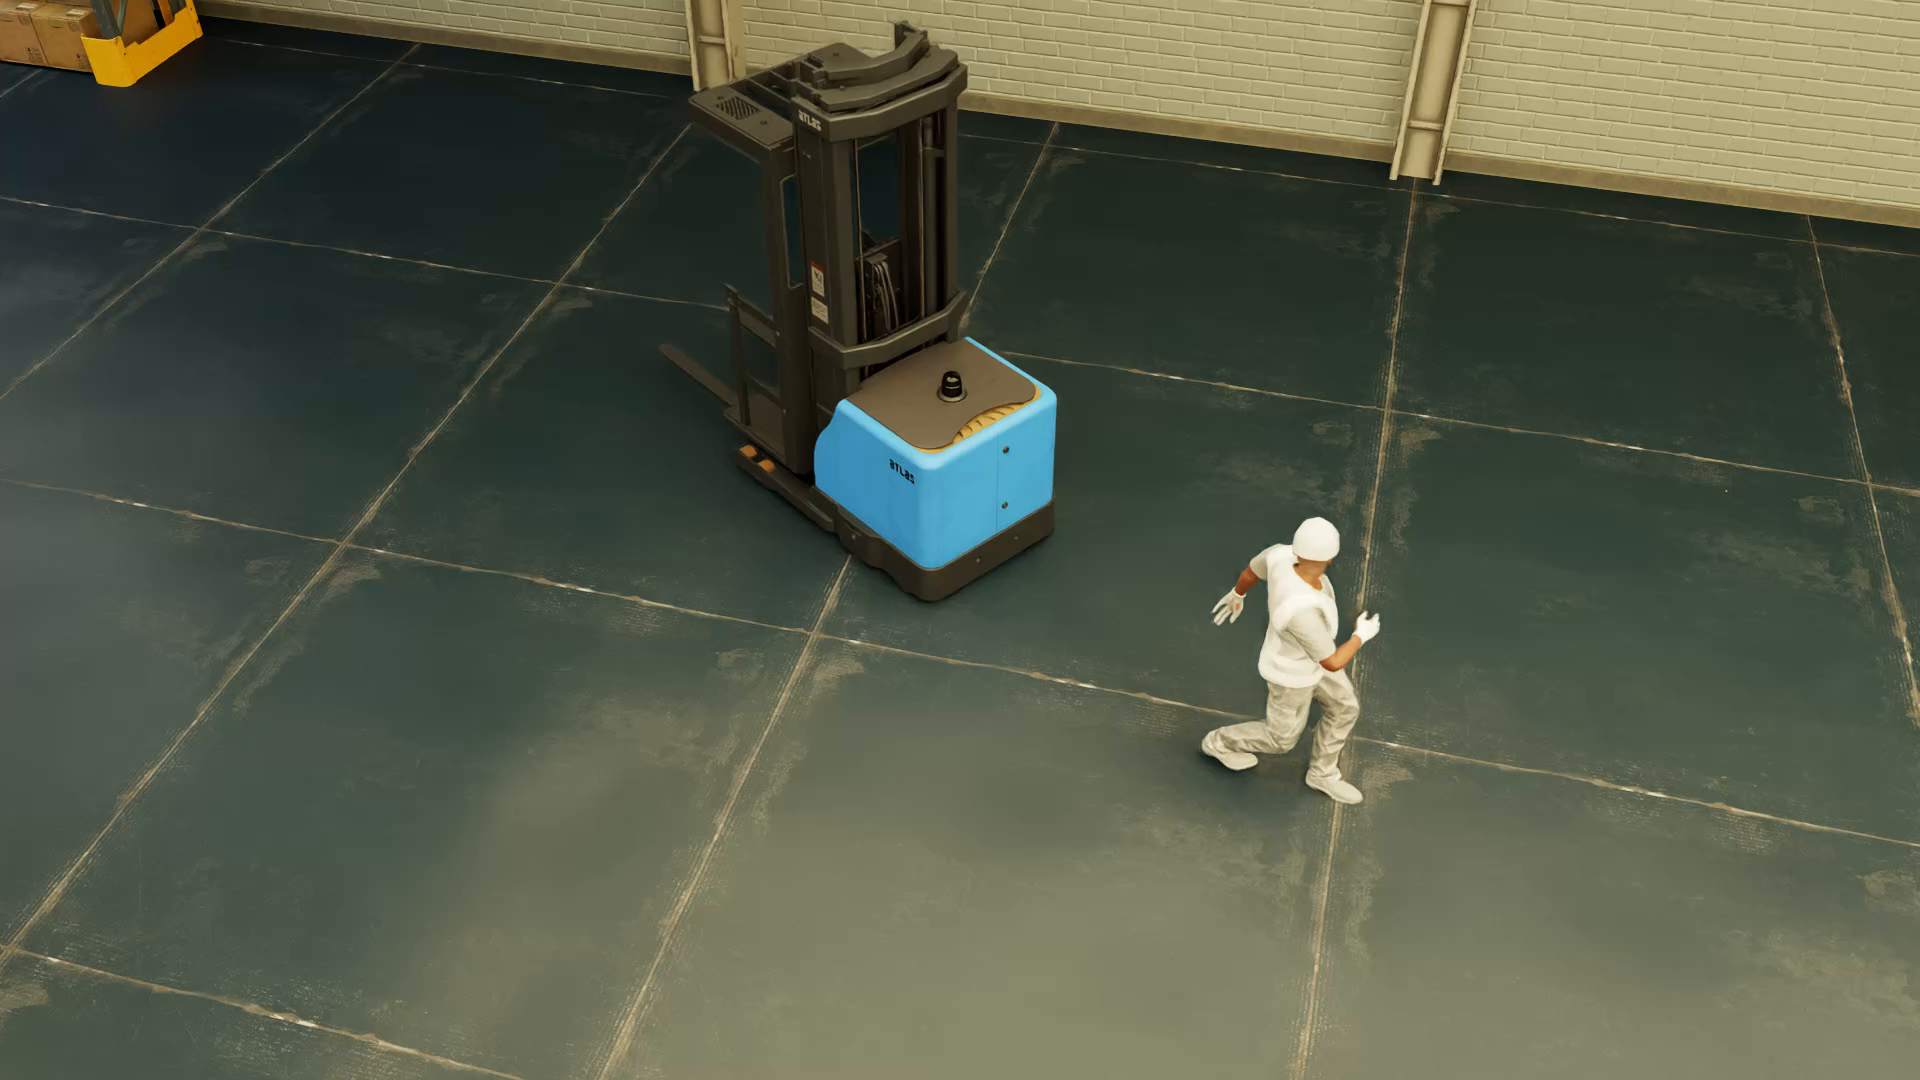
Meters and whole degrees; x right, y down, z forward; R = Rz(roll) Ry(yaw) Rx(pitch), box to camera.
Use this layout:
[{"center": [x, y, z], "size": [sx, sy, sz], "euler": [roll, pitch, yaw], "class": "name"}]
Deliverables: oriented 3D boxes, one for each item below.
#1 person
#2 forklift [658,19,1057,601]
[{"center": [1.651, 0.573, 8.169], "size": [0.941, 1.691, 0.584], "euler": [14, 43, 16], "class": "person"}, {"center": [-0.788, -1.642, 9.735], "size": [1.130, 2.935, 3.031], "euler": [-30, 50, -30], "class": "forklift"}]
